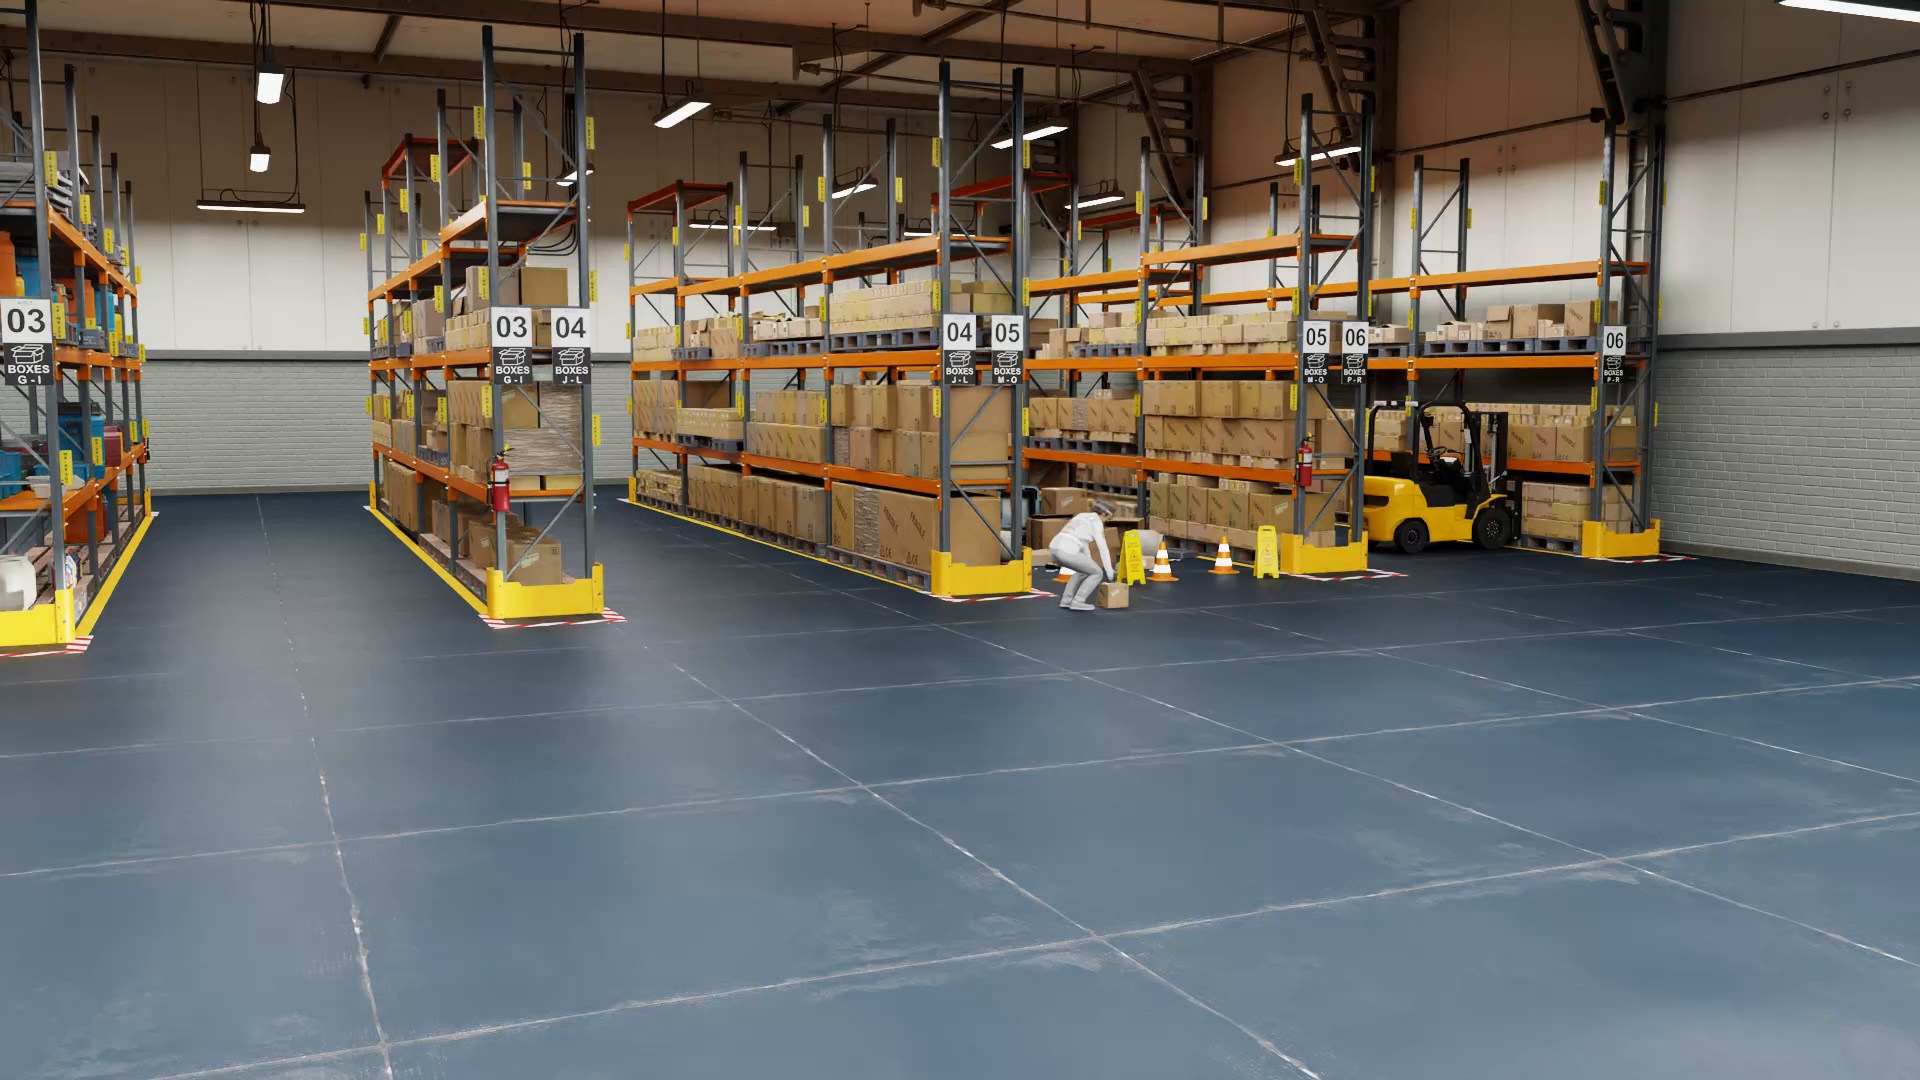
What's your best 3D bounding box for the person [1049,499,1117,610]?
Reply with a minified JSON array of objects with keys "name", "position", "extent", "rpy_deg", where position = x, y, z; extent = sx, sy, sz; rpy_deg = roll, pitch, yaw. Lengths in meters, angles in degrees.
[{"name":"person","position":[1.332,0.153,17.971],"extent":[0.796,1.180,0.522],"rpy_deg":[-2,6,-24]}]
